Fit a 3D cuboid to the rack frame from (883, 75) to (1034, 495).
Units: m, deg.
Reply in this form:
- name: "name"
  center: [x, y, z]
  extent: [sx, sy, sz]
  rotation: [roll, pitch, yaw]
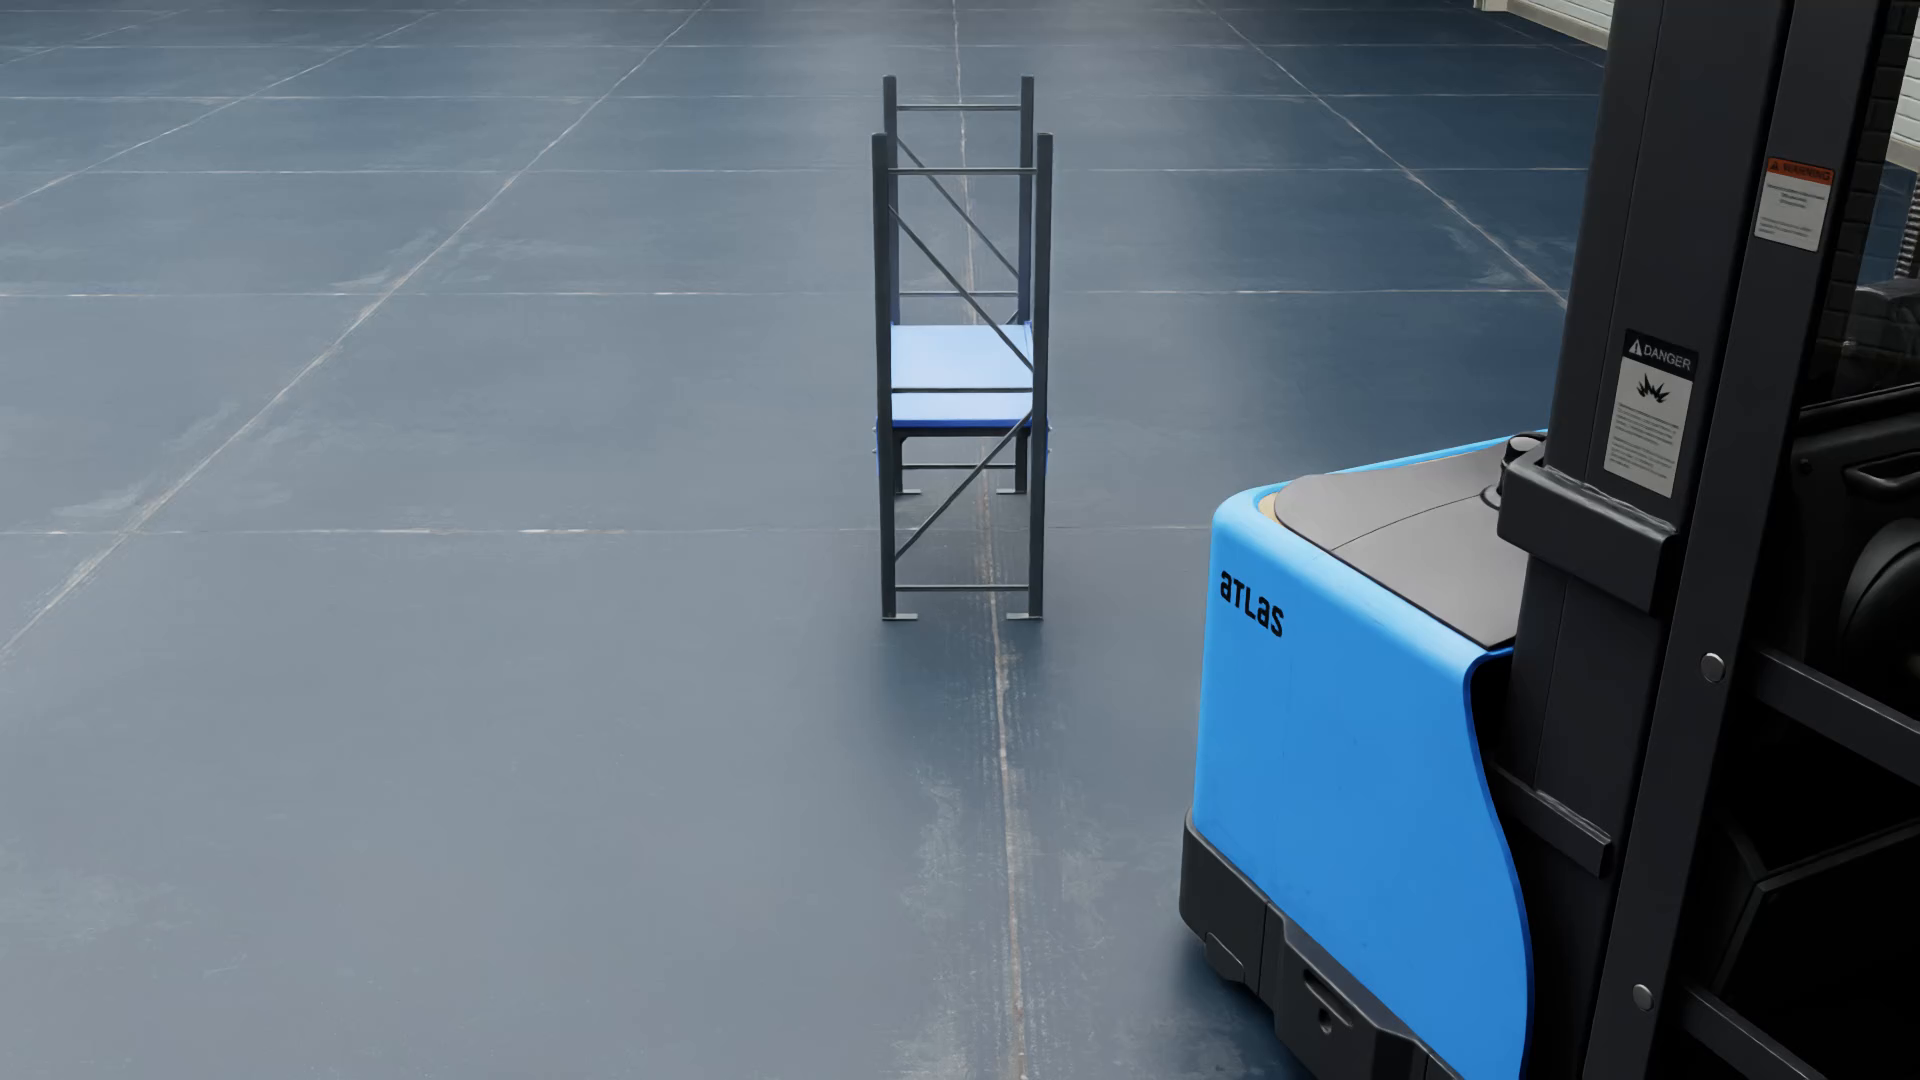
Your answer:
- name: "rack frame"
  center: [-0.005, -0.858, 5.826]
  extent: [0.500, 1.500, 0.032]
  rotation: [0, 24, -1]

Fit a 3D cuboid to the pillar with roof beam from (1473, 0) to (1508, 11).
- name: "pillar with roof beam"
  center: [1.946, -10.330, 17.670]
  extent: [9.100, 9.000, 0.400]
  rotation: [0, 24, -1]

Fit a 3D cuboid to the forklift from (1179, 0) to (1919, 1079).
- name: "forklift"
  center: [1.591, 0.009, 2.173]
  extent: [1.130, 2.935, 3.031]
  rotation: [-11, 27, -24]

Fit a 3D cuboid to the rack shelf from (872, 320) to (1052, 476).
- name: "rack shelf"
  center: [0.001, -0.484, 5.437]
  extent: [0.538, 0.185, 1.000]
  rotation: [0, 24, -1]

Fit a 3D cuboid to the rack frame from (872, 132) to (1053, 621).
- name: "rack frame"
  center: [0.006, -0.439, 4.900]
  extent: [0.500, 1.500, 0.032]
  rotation: [0, 24, -1]

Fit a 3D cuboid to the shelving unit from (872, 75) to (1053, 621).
- name: "shelving unit"
  center: [0.001, -0.648, 5.363]
  extent: [0.538, 1.500, 1.048]
  rotation: [0, 24, -1]
